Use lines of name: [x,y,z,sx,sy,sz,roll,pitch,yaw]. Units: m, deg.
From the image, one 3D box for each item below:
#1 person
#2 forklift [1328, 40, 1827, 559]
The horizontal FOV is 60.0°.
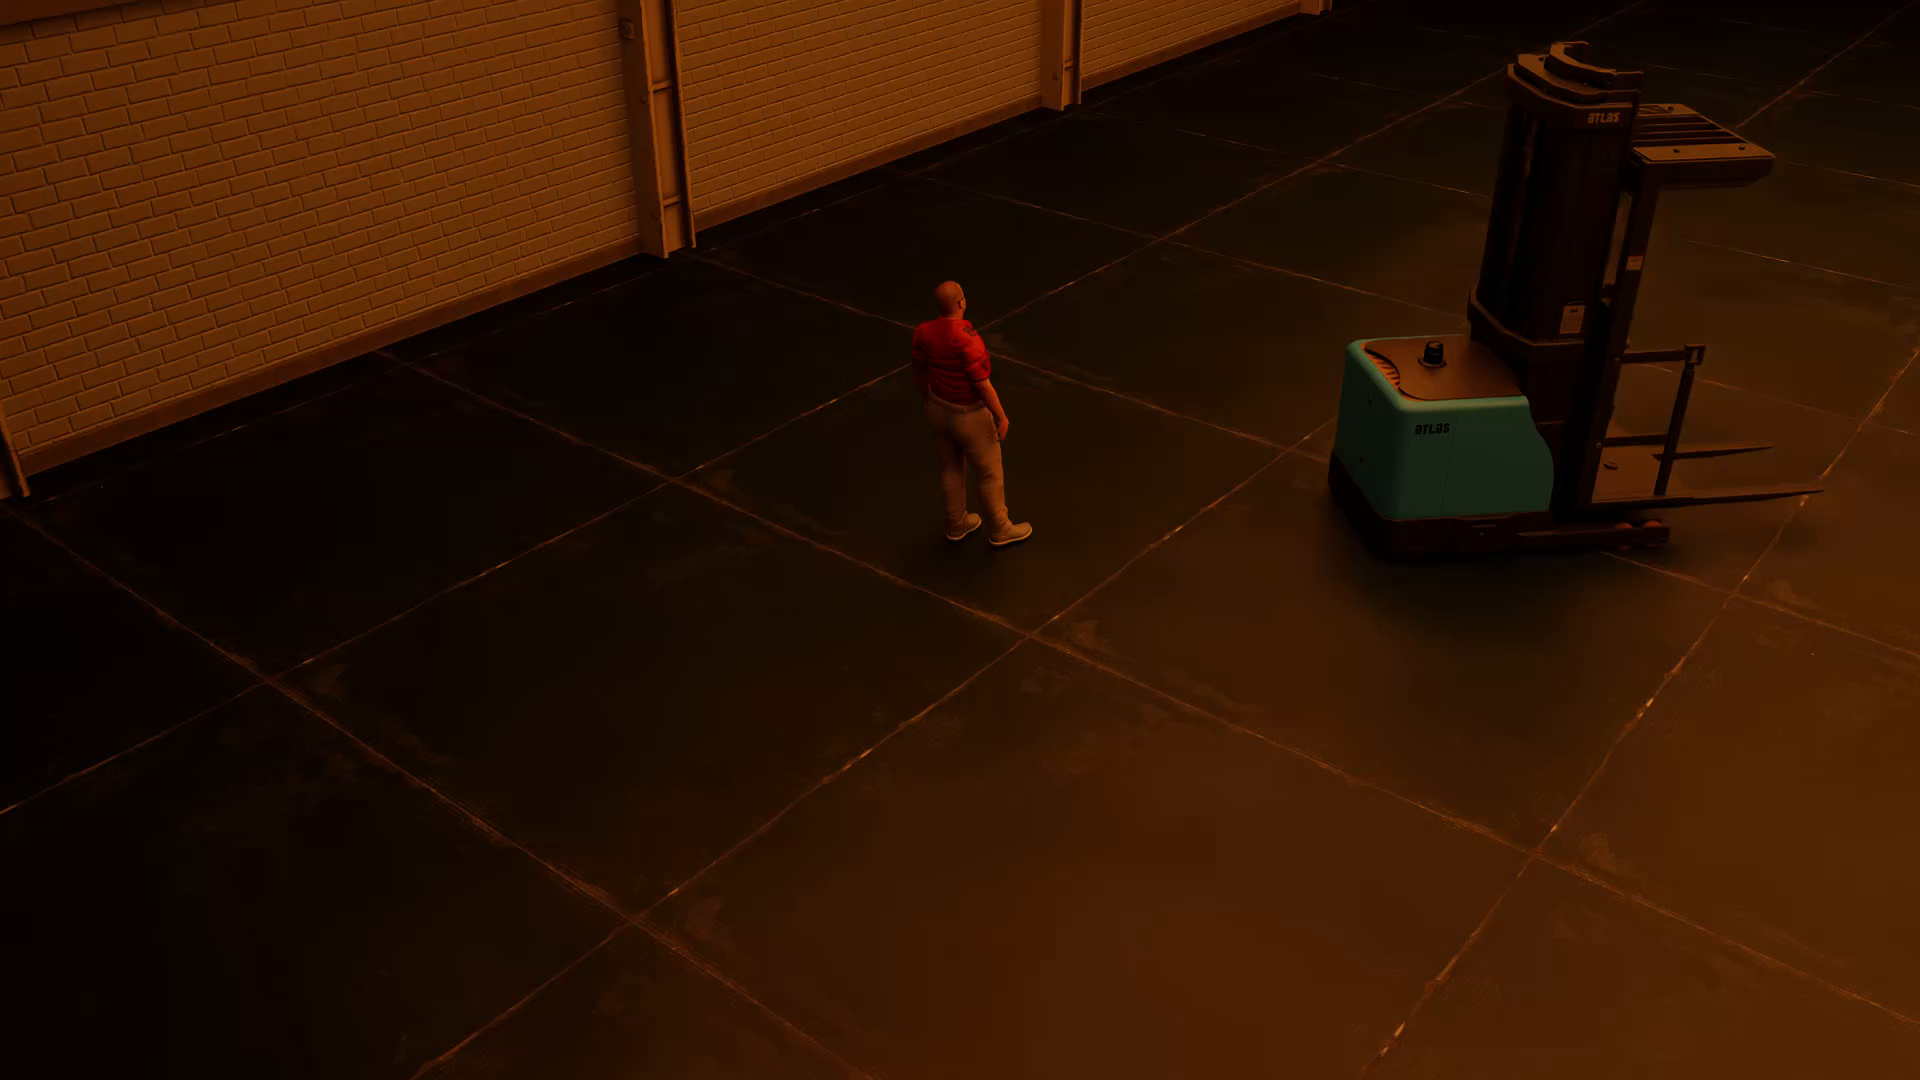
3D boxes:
person: [0.065,-0.785,10.114,0.642,1.727,0.550,22,37,33]
forklift: [3.992,-1.467,10.105,3.031,2.935,1.130,-4,31,-6]
